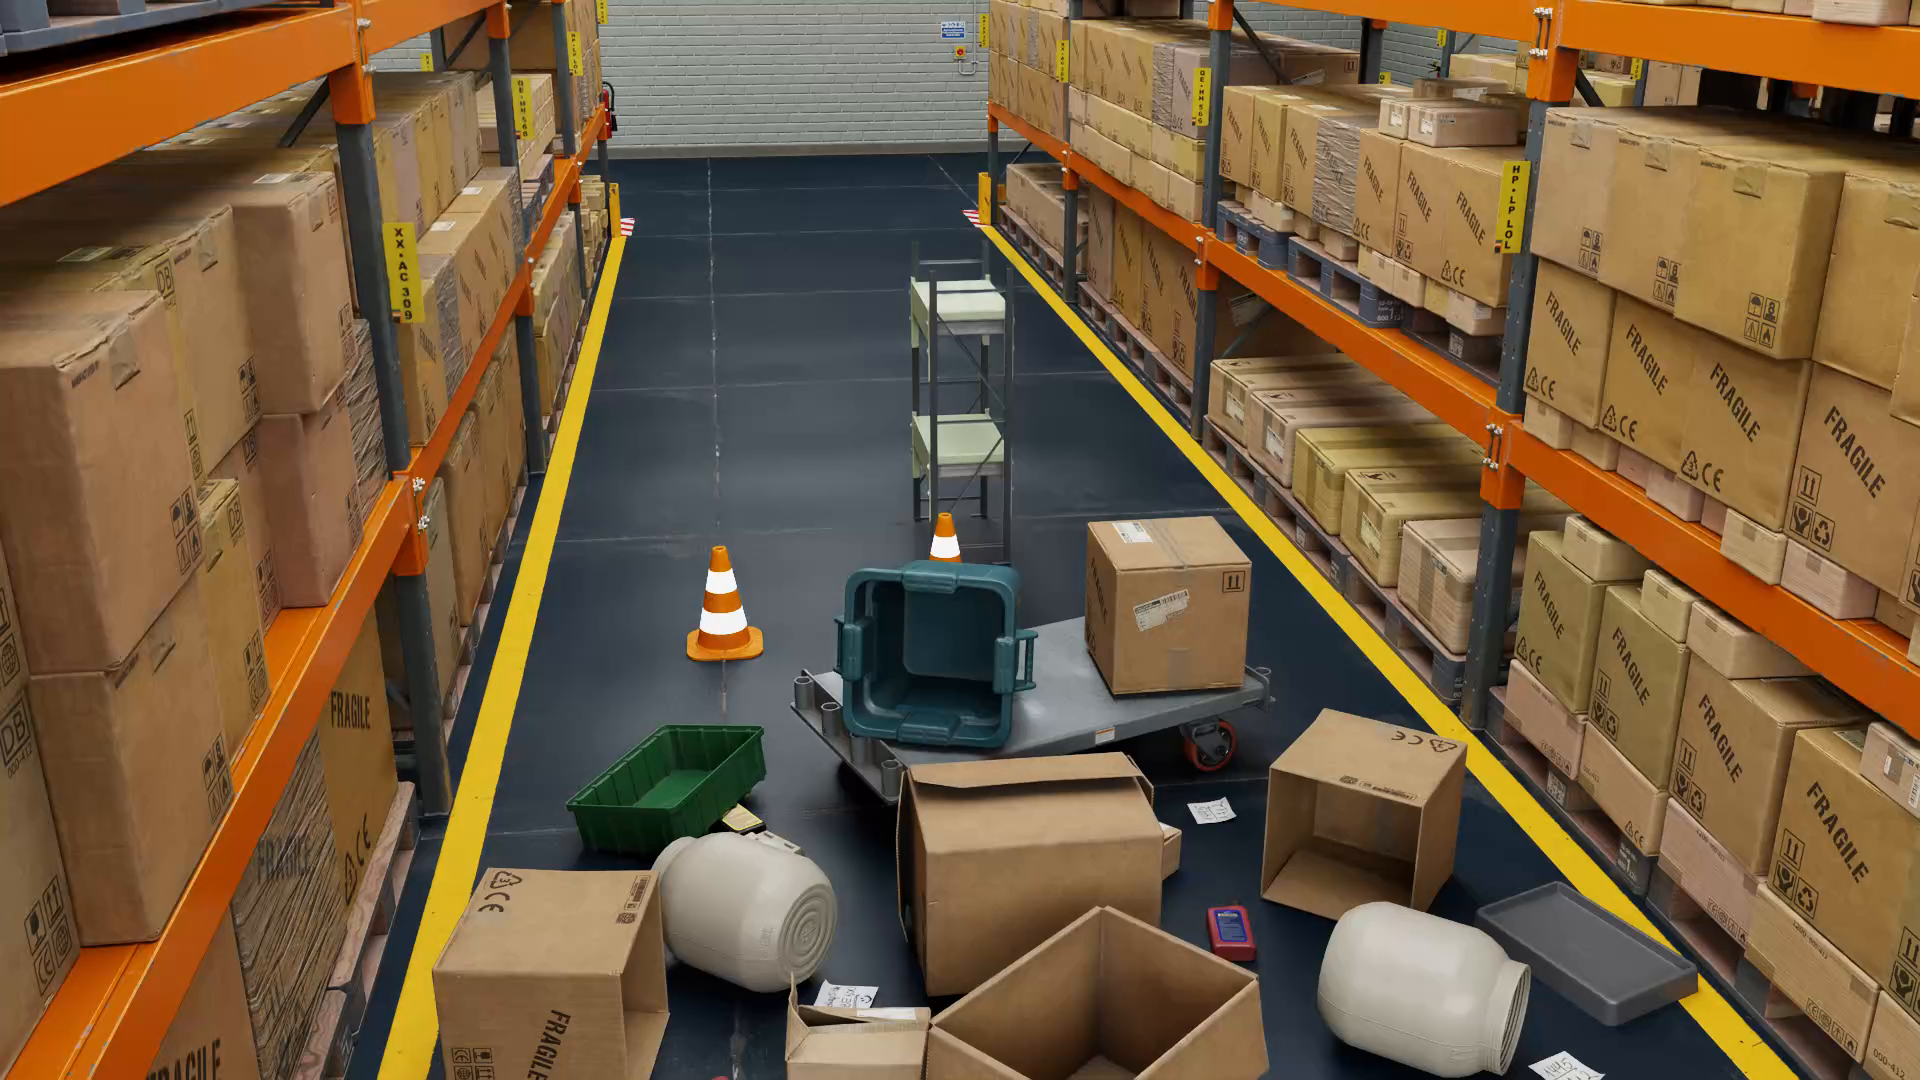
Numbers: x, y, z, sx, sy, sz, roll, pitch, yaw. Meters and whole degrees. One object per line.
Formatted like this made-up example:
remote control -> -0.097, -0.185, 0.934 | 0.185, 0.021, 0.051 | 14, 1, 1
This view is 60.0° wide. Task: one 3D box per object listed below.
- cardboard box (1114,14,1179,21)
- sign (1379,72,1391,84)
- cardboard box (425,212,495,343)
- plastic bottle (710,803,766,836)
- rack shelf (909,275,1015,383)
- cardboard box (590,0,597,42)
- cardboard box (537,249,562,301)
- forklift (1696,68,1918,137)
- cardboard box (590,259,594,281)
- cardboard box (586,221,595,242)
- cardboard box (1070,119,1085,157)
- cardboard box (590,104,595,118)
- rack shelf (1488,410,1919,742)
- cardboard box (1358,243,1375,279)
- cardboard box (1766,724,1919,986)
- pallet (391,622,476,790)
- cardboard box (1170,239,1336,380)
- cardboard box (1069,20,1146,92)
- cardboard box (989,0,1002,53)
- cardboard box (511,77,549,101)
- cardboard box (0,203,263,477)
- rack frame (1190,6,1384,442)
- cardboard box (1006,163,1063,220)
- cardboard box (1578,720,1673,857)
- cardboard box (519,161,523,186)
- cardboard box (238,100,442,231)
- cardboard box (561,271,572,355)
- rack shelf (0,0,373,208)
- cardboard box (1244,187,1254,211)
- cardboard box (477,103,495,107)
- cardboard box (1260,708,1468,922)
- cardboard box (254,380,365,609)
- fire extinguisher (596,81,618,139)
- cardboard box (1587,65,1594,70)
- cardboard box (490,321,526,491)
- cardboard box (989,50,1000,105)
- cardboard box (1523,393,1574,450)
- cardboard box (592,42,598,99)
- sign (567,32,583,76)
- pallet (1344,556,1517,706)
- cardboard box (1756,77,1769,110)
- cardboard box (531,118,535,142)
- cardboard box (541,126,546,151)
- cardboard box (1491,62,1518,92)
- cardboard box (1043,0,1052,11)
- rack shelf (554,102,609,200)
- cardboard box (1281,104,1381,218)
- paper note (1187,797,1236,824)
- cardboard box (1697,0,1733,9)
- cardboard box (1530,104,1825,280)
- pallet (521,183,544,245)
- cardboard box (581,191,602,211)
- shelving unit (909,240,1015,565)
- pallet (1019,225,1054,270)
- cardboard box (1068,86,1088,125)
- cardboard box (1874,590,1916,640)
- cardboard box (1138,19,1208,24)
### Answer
cardboard box -> 1.547, -4.141, 13.945 | 0.500, 0.500, 0.500 | -3, 21, -7
sign -> 2.488, -2.600, 9.848 | 0.100, 0.325, 0.005 | -3, 21, -8
cardboard box -> -2.380, -1.161, 7.393 | 0.500, 0.500, 0.500 | -3, 21, -7
plastic bottle -> -0.821, 1.002, 5.947 | 0.133, 0.061, 0.283 | -15, 25, -35
rack shelf -> 0.001, -1.066, 8.311 | 0.431, 0.370, 0.720 | -3, 21, -8
cardboard box -> -3.772, -5.058, 15.974 | 0.500, 0.500, 0.500 | -3, 21, -9
cardboard box -> -2.923, -1.755, 11.028 | 0.500, 0.250, 0.500 | -3, 21, -7
forklift -> 4.553, -1.581, 8.761 | 1.130, 2.935, 3.031 | -3, 21, -8
cardboard box -> -3.280, -2.260, 13.954 | 0.380, 0.149, 0.250 | -2, 21, -6
cardboard box -> -3.465, -2.753, 14.848 | 0.380, 0.149, 0.250 | -3, 21, -8
cardboard box -> 1.178, -3.213, 13.246 | 0.500, 0.250, 0.500 | -3, 21, -9
cardboard box -> -3.648, -4.072, 15.689 | 0.380, 0.149, 0.250 | -2, 21, -6
rack shelf -> 2.818, 0.351, 4.519 | 1.077, 0.370, 4.000 | -3, 21, -8
cardboard box -> 2.049, -1.276, 7.605 | 0.380, 0.149, 0.250 | -3, 21, -8
cardboard box -> 2.588, 0.826, 4.475 | 0.500, 0.500, 0.500 | -3, 21, -9
pallet -> -2.540, 0.649, 6.678 | 1.003, 0.211, 1.213 | -3, 21, -8
cardboard box -> 1.935, -1.509, 10.905 | 0.875, 0.875, 0.875 | -3, 21, -8
cardboard box -> 1.155, -3.797, 13.024 | 0.500, 0.500, 0.500 | -3, 21, -7
cardboard box -> 0.587, -5.168, 16.695 | 0.500, 0.500, 0.500 | -3, 21, -9
cardboard box -> -3.217, -3.300, 12.172 | 0.380, 0.149, 0.250 | -4, 21, -9
cardboard box -> -2.199, -0.462, 3.910 | 0.875, 0.550, 0.550 | -3, 21, -8
rack frame -> 1.953, -2.064, 9.955 | 1.000, 3.000, 0.127 | -3, 21, -8
cardboard box -> 0.994, -3.607, 17.147 | 0.875, 0.438, 0.875 | -4, 21, -10
cardboard box -> 2.435, 0.815, 5.578 | 0.500, 0.250, 0.500 | -2, 21, -5
cardboard box -> -2.874, -2.210, 10.104 | 0.380, 0.149, 0.250 | -2, 21, -5
cardboard box -> -2.652, -1.609, 7.165 | 0.700, 0.500, 0.500 | -3, 21, -8
cardboard box -> -3.008, -1.591, 11.661 | 0.500, 0.500, 0.500 | -3, 21, -9
rack shelf -> -2.066, -0.770, 3.232 | 1.077, 0.370, 4.000 | -3, 21, -8
cardboard box -> 1.823, -1.921, 9.332 | 0.380, 0.149, 0.250 | -4, 21, -11
cardboard box -> -2.957, -2.670, 10.487 | 0.380, 0.149, 0.250 | -2, 21, -5
cardboard box -> 1.337, 0.930, 5.507 | 0.500, 0.500, 0.500 | 12, 24, 29
cardboard box -> -2.188, -0.148, 4.611 | 0.875, 0.550, 0.550 | -3, 21, -8
fire extinguisher -> -3.664, -4.449, 16.983 | 0.296, 0.674, 0.183 | -3, 21, -8
cardboard box -> 6.255, -4.477, 16.206 | 0.500, 0.250, 0.500 | -3, 21, -8
cardboard box -> -2.932, -0.707, 8.936 | 1.050, 0.750, 0.750 | -3, 21, -8
cardboard box -> 0.585, -4.700, 16.870 | 0.500, 0.500, 0.500 | -3, 21, -8
cardboard box -> 2.257, -0.436, 5.955 | 0.380, 0.149, 0.250 | -3, 21, -8
cardboard box -> -3.696, -4.414, 15.679 | 0.500, 0.500, 0.500 | -3, 21, -9
sign -> -2.959, -3.736, 12.776 | 0.100, 0.325, 0.005 | -3, 21, -8
pallet -> 2.416, 0.358, 7.456 | 1.003, 0.211, 1.213 | -3, 21, -8
cardboard box -> 6.324, -3.314, 12.559 | 0.700, 0.500, 0.500 | -3, 21, -8
cardboard box -> -3.032, -2.714, 11.030 | 0.380, 0.149, 0.250 | -2, 21, -6
cardboard box -> -3.147, -2.853, 11.825 | 0.380, 0.149, 0.250 | -4, 21, -11
cardboard box -> 5.659, -4.634, 16.625 | 0.500, 0.250, 0.500 | -3, 21, -9
cardboard box -> 0.934, -4.714, 14.550 | 0.380, 0.149, 0.250 | -3, 21, -8
rack shelf -> -3.796, -3.520, 14.881 | 1.077, 0.370, 4.000 | -3, 21, -8
cardboard box -> 1.954, -1.916, 8.390 | 0.500, 0.500, 0.500 | -3, 21, -7
paper note -> 0.918, 0.981, 6.045 | 0.148, 0.019, 0.142 | -3, 21, -8
cardboard box -> 2.459, -1.672, 4.979 | 0.380, 0.149, 0.250 | -3, 21, -8
cardboard box -> 2.378, -1.170, 5.565 | 0.700, 0.500, 0.500 | -3, 21, -8
pallet -> -3.139, -1.931, 9.873 | 1.213, 0.211, 1.003 | -3, 21, -8
cardboard box -> -3.546, -3.162, 15.520 | 0.380, 0.149, 0.250 | -2, 21, -6
shelving unit -> 0.001, -0.700, 8.448 | 0.431, 1.500, 0.755 | -3, 21, -8
pallet -> 1.165, -2.833, 16.000 | 1.003, 0.211, 1.213 | -3, 21, -8
cardboard box -> 1.161, -3.446, 13.156 | 0.500, 0.250, 0.500 | -4, 21, -9
cardboard box -> 2.639, 0.175, 4.320 | 0.380, 0.149, 0.250 | -3, 21, -8
cardboard box -> 1.689, -3.822, 13.090 | 0.500, 0.500, 0.500 | -2, 21, -6
